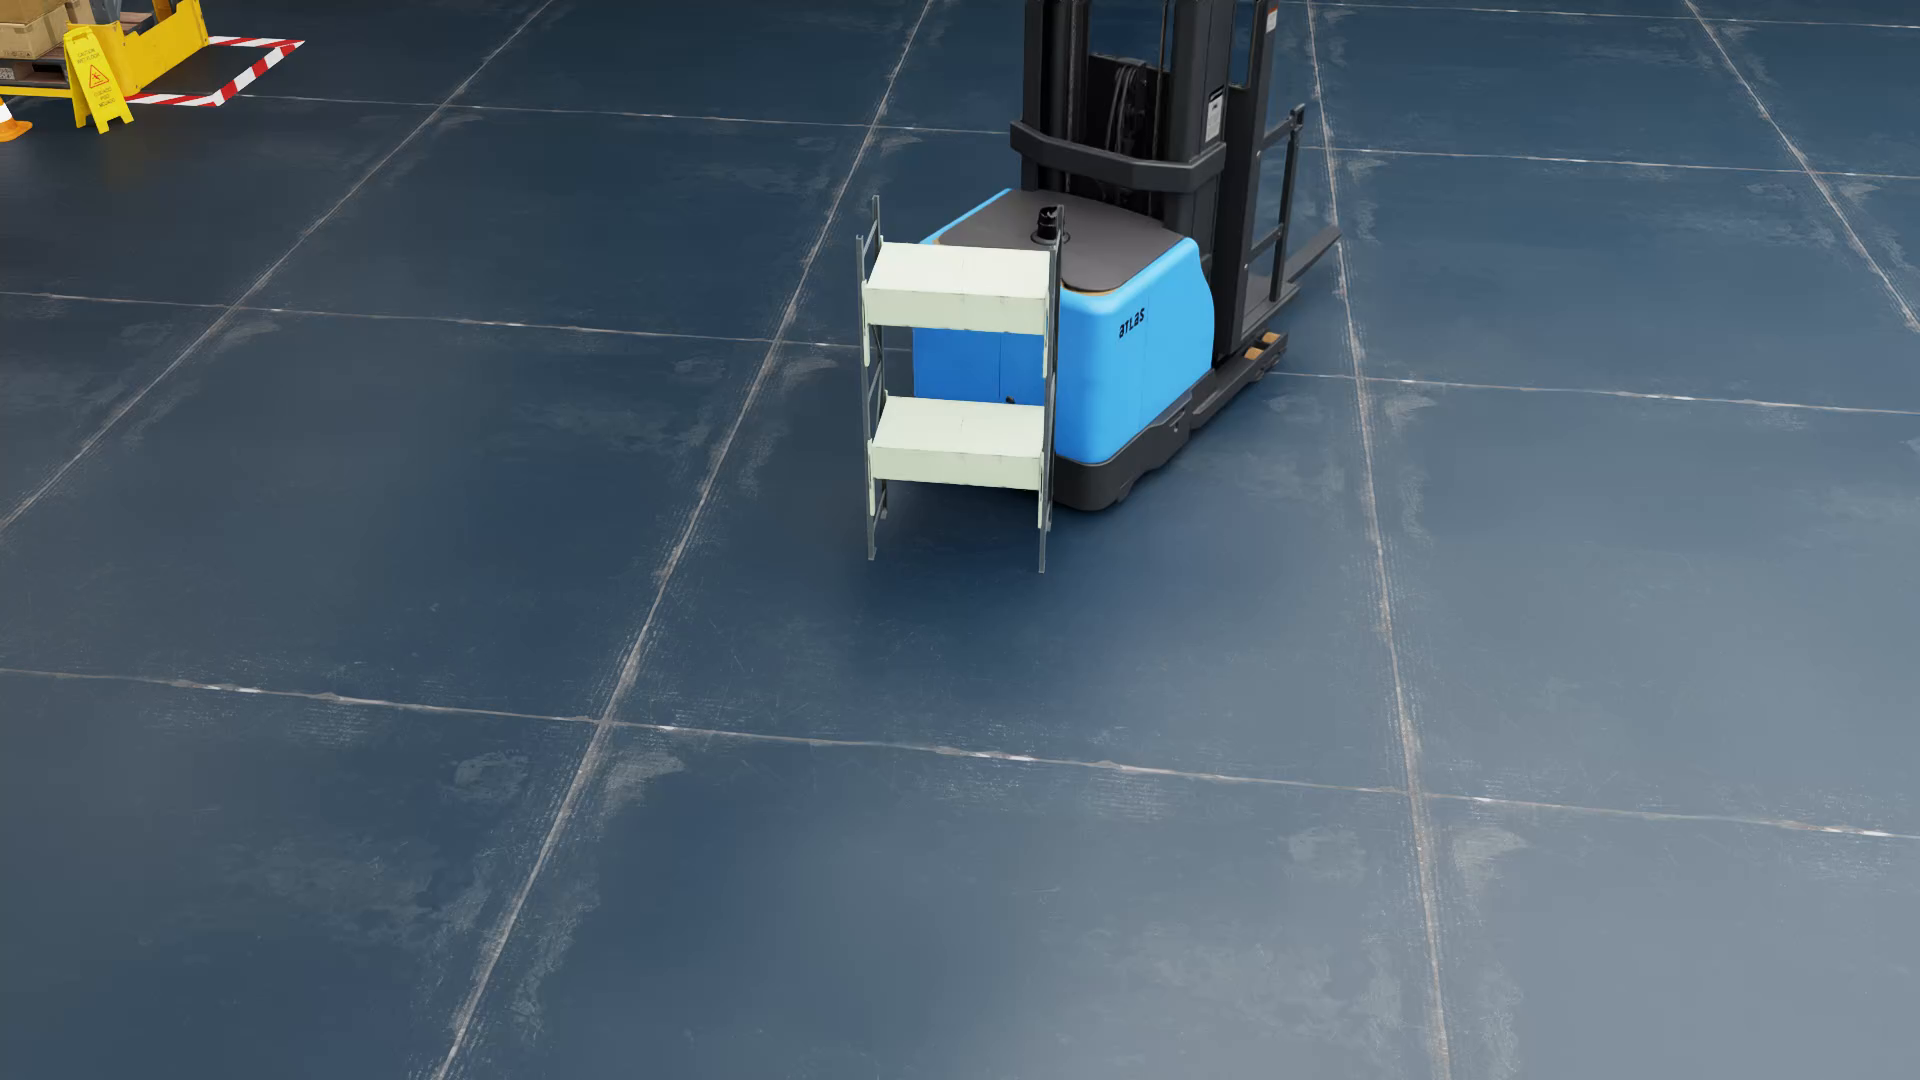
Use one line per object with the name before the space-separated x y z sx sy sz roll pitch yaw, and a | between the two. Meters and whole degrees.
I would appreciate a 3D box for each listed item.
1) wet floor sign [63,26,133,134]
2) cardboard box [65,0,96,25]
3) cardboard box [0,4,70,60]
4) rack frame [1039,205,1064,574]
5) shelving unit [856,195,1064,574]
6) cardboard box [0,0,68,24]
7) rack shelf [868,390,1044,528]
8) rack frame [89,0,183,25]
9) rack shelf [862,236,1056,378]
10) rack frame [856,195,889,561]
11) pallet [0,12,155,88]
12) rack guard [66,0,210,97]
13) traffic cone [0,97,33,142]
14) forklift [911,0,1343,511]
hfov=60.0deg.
wet floor sign | -5.735 -3.053 10.972 0.232 0.644 0.267 17 39 22
cardboard box | -6.552 -3.912 12.155 0.500 0.250 0.500 4 36 6
cardboard box | -6.647 -3.600 11.717 0.500 0.250 0.500 4 36 6
rack frame | 0.370 -0.583 6.776 0.023 1.500 0.400 4 36 6
shelving unit | 0.007 -0.610 6.814 0.755 1.500 0.431 4 36 6
cardboard box | -6.615 -3.907 11.503 0.500 0.500 0.500 4 36 6
rack shelf | 0.007 -0.345 7.003 0.720 0.370 0.431 4 36 6
rack frame | -5.787 -4.641 11.171 0.127 3.000 1.000 4 36 6
rack shelf | 0.007 -0.928 6.587 0.720 0.370 0.431 4 36 6
rack frame | -0.356 -0.637 6.852 0.023 1.500 0.400 4 36 6
pallet | -6.664 -3.593 12.102 1.213 0.211 1.003 4 36 6
rack guard | -5.863 -3.630 11.905 0.348 0.500 1.175 4 36 6
traffic cone | -6.378 -2.897 10.911 0.334 0.463 0.336 4 36 6
forklift | 1.016 -2.135 7.719 1.130 2.935 3.031 22 41 27
